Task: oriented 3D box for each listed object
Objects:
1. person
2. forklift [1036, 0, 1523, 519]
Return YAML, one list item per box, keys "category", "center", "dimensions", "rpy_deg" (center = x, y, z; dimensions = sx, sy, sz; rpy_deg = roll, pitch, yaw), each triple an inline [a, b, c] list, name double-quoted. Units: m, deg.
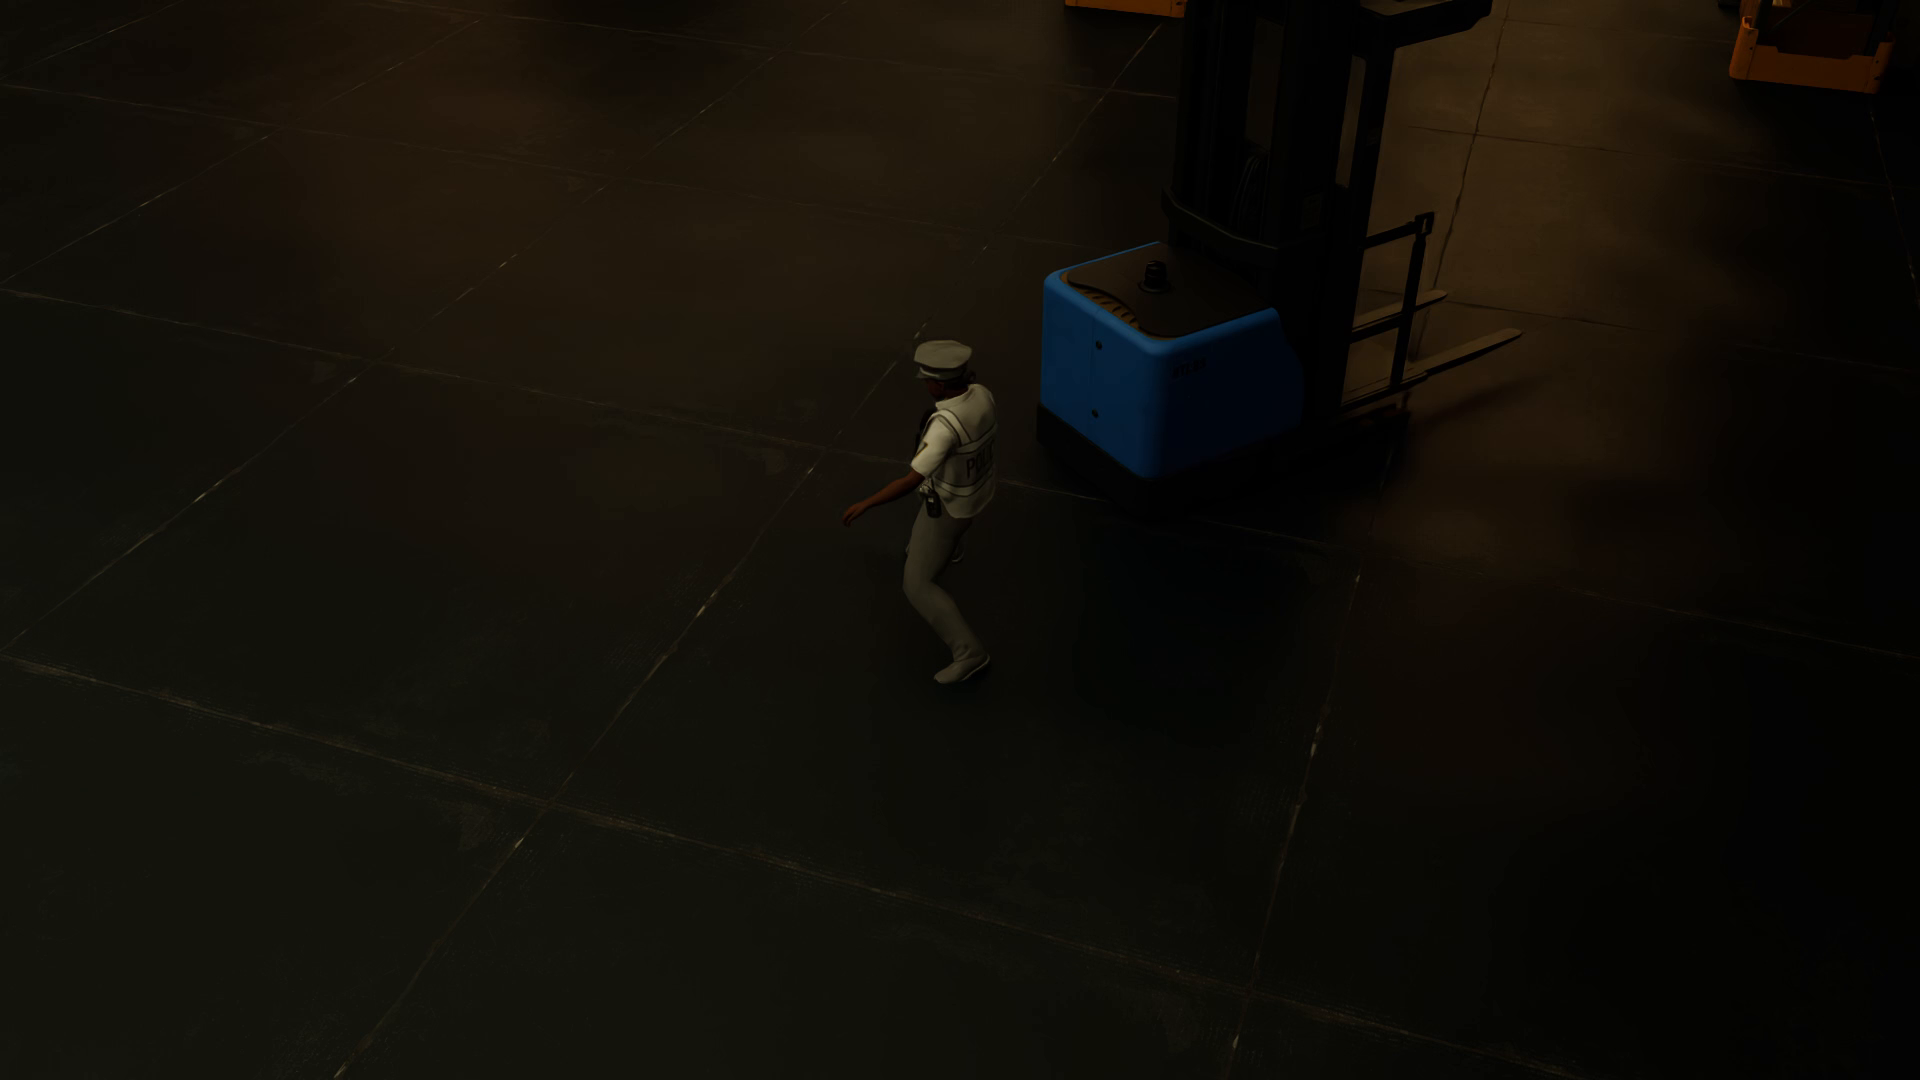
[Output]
- category: "person"
  center: [-0.098, -0.212, 7.683]
  dimensions: [0.777, 1.534, 0.906]
  rpy_deg: [18, 39, 24]
- category: "forklift"
  center: [1.944, -1.952, 8.863]
  dimensions: [3.031, 2.935, 1.130]
  rpy_deg: [-20, 40, -26]
